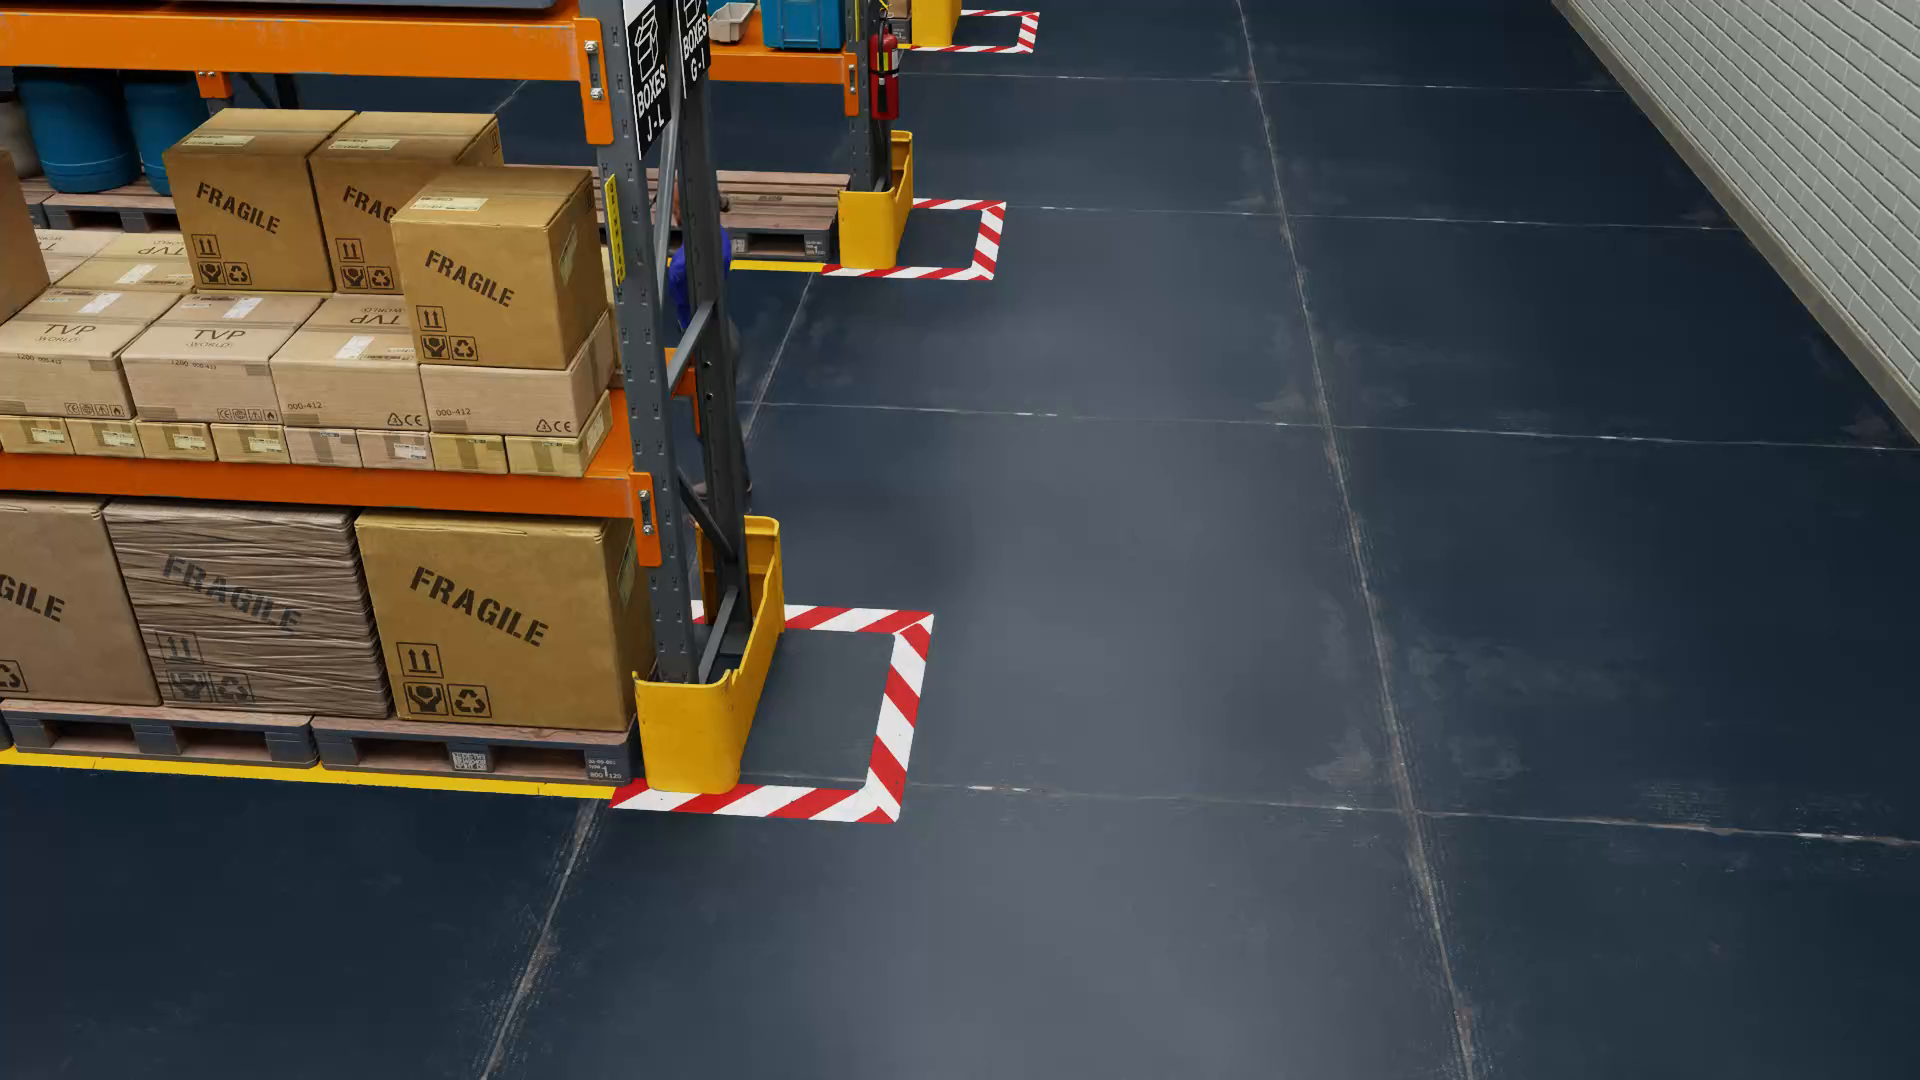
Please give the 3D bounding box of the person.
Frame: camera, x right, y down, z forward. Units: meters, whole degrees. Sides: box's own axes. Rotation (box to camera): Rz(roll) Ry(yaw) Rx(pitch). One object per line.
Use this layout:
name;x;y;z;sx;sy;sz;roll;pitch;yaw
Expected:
person;-1.137;-0.852;7.500;0.307;1.661;0.438;-4;32;-6
